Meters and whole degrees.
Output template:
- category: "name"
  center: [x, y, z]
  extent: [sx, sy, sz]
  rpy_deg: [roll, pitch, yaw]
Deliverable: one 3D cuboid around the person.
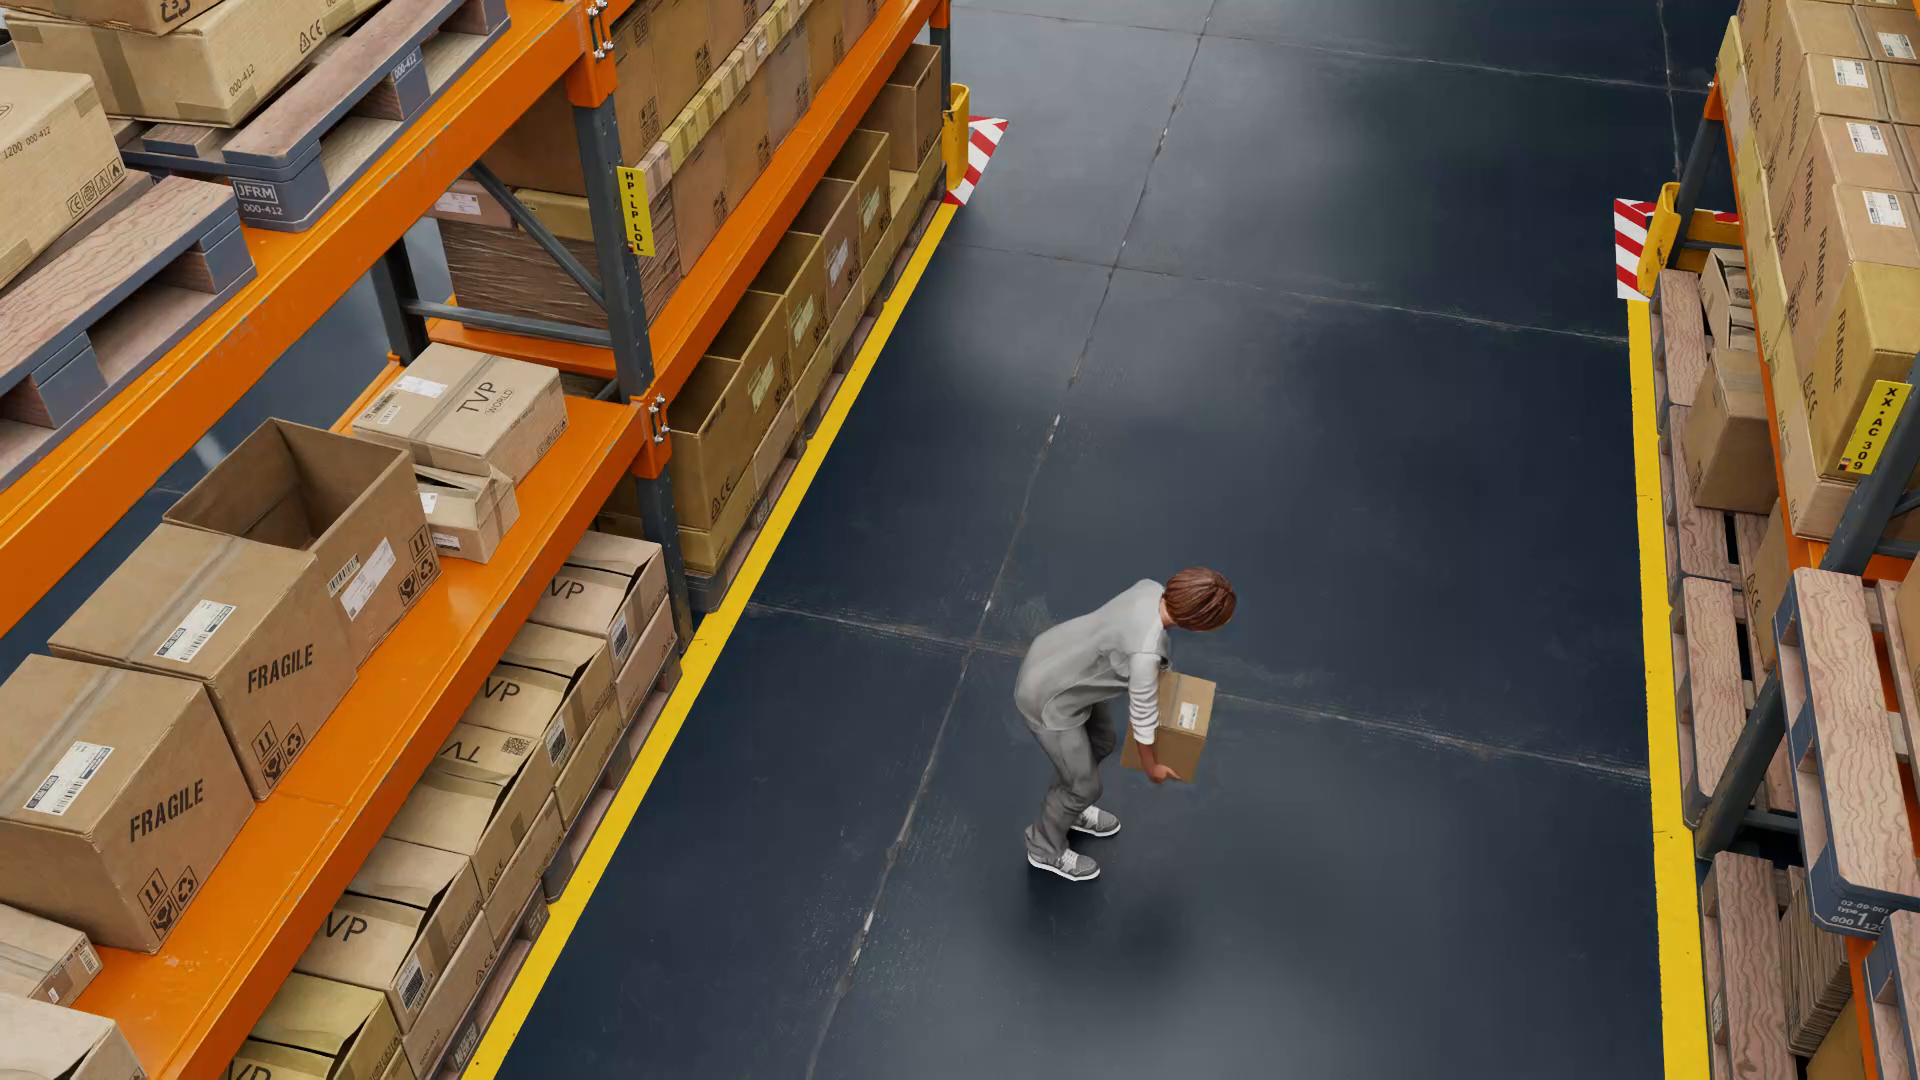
- category: "person"
  center: [0.523, 0.608, 5.620]
  extent: [0.687, 1.419, 0.383]
  rpy_deg: [9, 42, 10]
